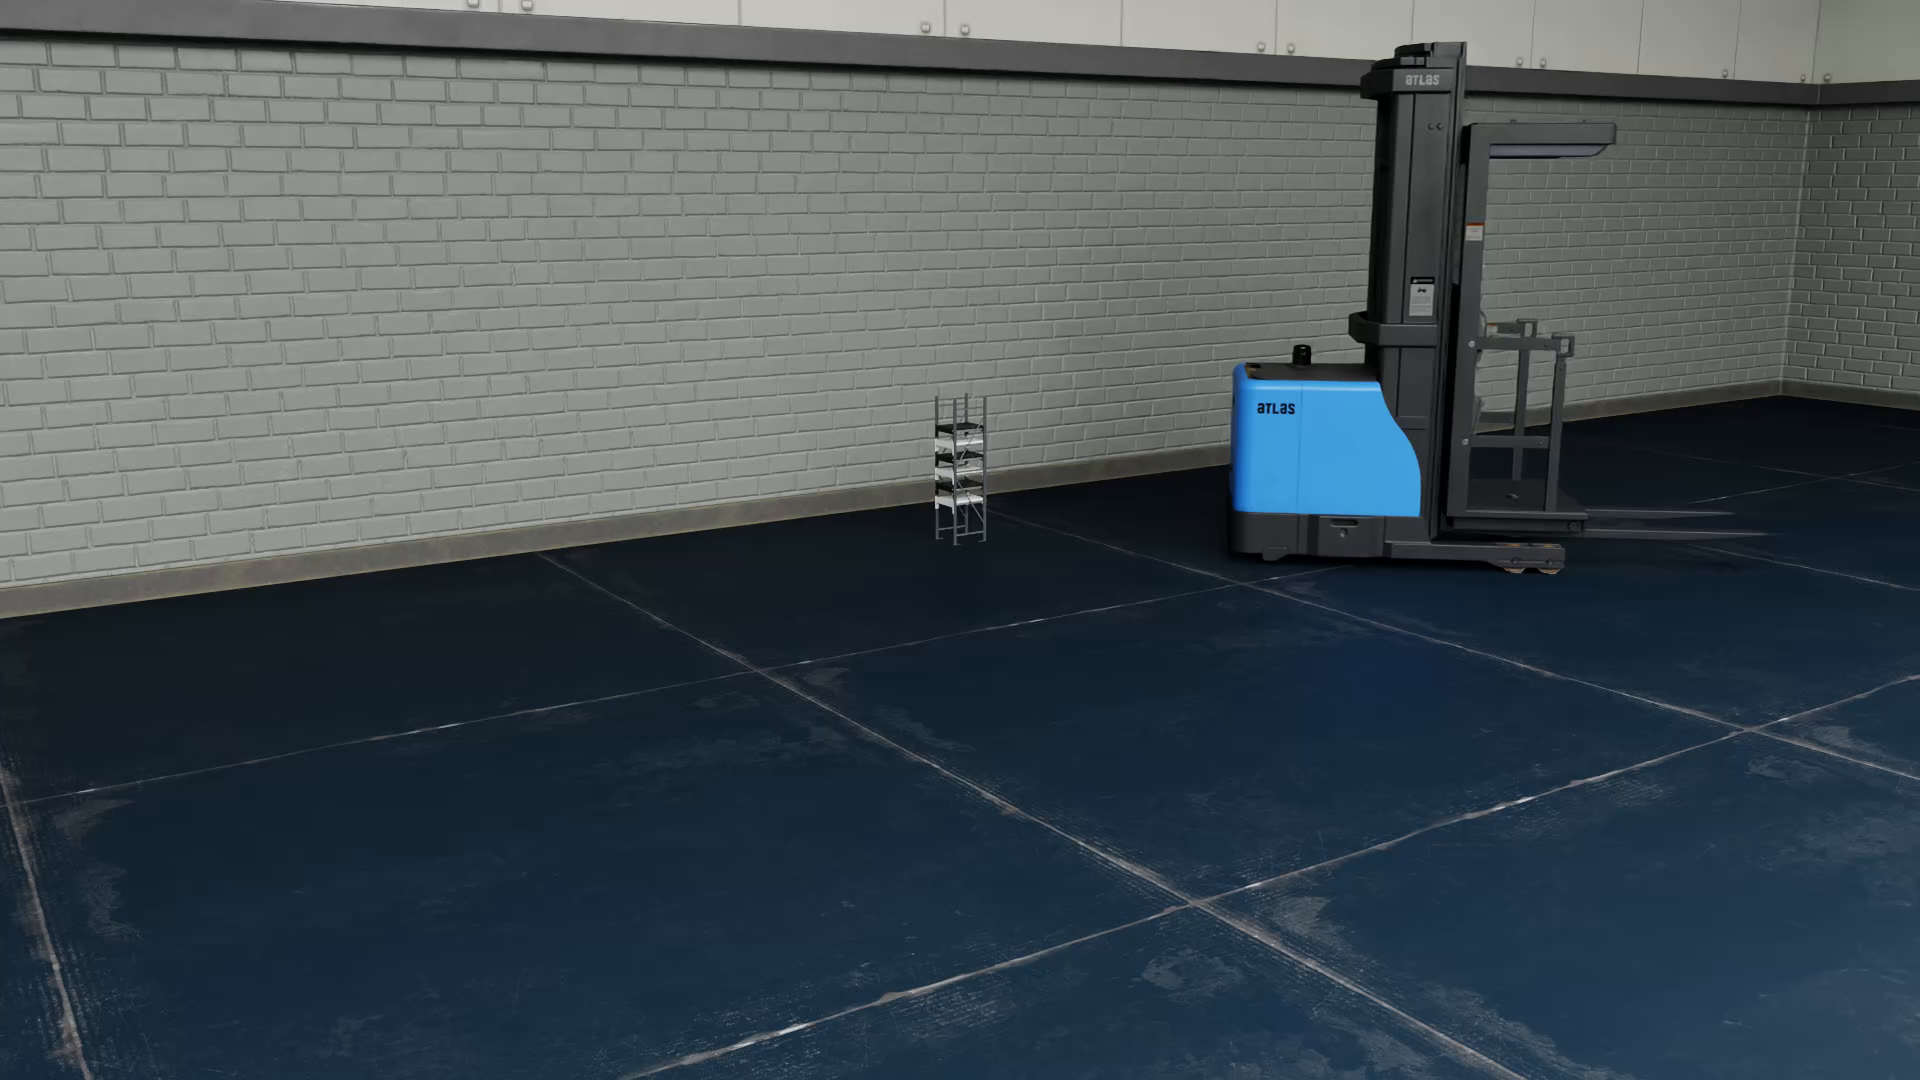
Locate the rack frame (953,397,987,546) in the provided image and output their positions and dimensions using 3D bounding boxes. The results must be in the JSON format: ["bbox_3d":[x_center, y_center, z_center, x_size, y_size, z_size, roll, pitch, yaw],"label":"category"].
[{"bbox_3d":[0.061,-0.420,10.176,0.240,0.900,0.006,-8,15,-33],"label":"rack frame"}]

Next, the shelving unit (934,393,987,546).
[{"bbox_3d":[0.004,-0.438,10.259,0.258,0.900,0.210,-8,15,-33],"label":"shelving unit"}]

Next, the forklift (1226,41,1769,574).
[{"bbox_3d":[3.145,-1.357,9.708,3.031,2.935,1.130,2,12,7],"label":"forklift"}]

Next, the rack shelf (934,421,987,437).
[{"bbox_3d":[0.004,-0.669,10.208,0.258,0.077,0.200,-8,15,-33],"label":"rack shelf"}]

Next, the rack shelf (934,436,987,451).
[{"bbox_3d":[0.004,-0.581,10.228,0.258,0.077,0.200,-8,15,-33],"label":"rack shelf"}]

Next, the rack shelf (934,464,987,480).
[{"bbox_3d":[0.004,-0.406,10.266,0.258,0.077,0.200,-8,15,-33],"label":"rack shelf"}]

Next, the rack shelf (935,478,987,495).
[{"bbox_3d":[0.004,-0.318,10.285,0.258,0.077,0.200,-8,15,-33],"label":"rack shelf"}]

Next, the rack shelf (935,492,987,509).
[{"bbox_3d":[0.004,-0.230,10.305,0.258,0.077,0.200,-8,15,-33],"label":"rack shelf"}]

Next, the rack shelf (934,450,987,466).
[{"bbox_3d":[0.004,-0.494,10.247,0.258,0.077,0.200,-8,15,-33],"label":"rack shelf"}]

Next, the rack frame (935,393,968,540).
[{"bbox_3d":[-0.052,-0.456,10.342,0.240,0.900,0.006,-8,15,-33],"label":"rack frame"}]
